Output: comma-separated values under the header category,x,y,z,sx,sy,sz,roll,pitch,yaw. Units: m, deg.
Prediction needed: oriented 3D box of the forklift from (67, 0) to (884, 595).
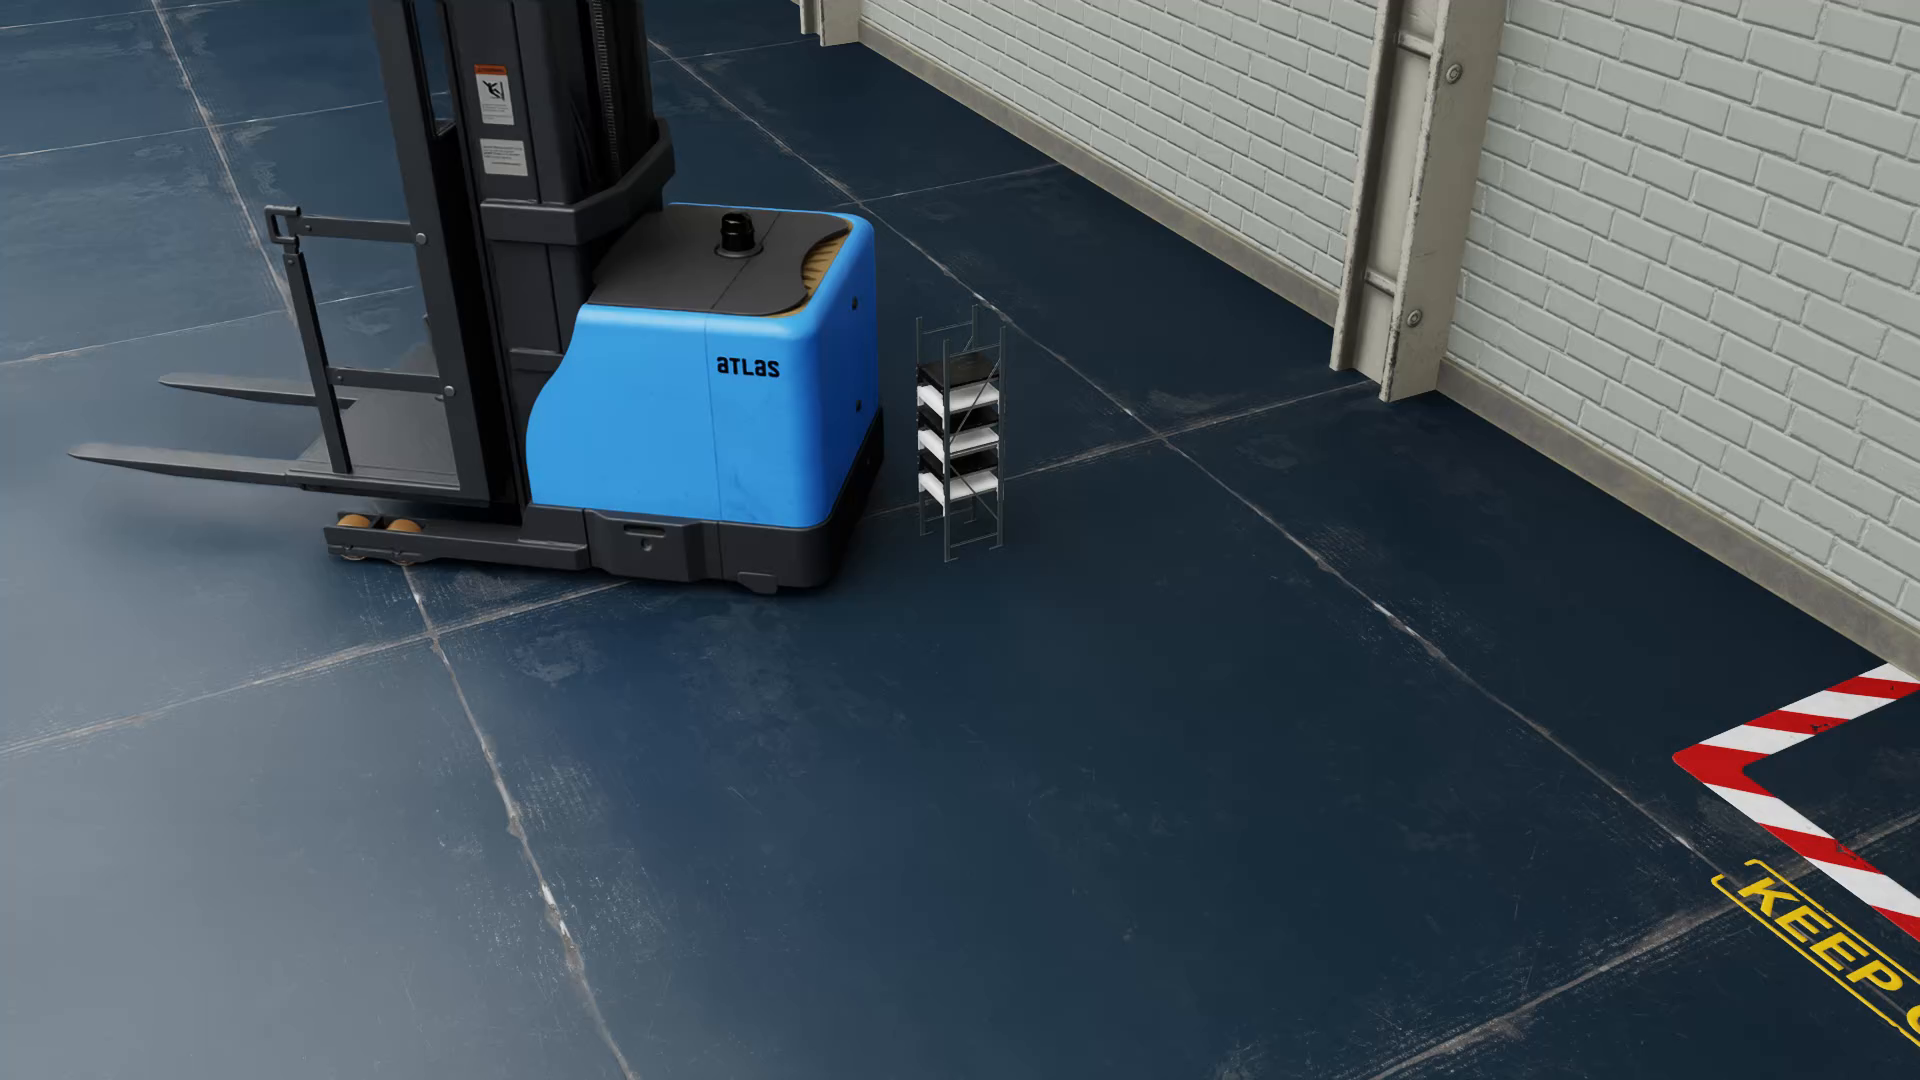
category,x,y,z,sx,sy,sz,roll,pitch,yaw
forklift,-1.867,-1.415,5.741,3.031,2.935,1.130,5,33,8

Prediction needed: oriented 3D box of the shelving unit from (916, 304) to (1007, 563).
category,x,y,z,sx,sy,sz,roll,pitch,yaw
shelving unit,0.004,-0.375,6.001,0.258,0.900,0.210,-16,36,-23

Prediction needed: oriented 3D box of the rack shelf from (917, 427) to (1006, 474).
category,x,y,z,sx,sy,sz,roll,pitch,yaw
rack shelf,0.004,-0.347,6.019,0.258,0.077,0.200,-16,36,-23

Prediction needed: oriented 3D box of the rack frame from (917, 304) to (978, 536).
category,x,y,z,sx,sy,sz,roll,pitch,yaw
rack frame,-0.044,-0.424,6.077,0.240,0.900,0.006,-16,36,-23

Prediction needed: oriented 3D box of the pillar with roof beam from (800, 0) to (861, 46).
category,x,y,z,sx,sy,sz,roll,pitch,yaw
pillar with roof beam,-4.722,-6.295,7.734,9.100,9.000,0.400,-16,36,-23

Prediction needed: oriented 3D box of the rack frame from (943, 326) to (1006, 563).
category,x,y,z,sx,sy,sz,roll,pitch,yaw
rack frame,0.051,-0.327,5.925,0.240,0.900,0.006,-16,36,-23

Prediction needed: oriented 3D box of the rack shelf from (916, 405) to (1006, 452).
category,x,y,z,sx,sy,sz,roll,pitch,yaw
rack shelf,0.004,-0.423,5.971,0.258,0.077,0.200,-16,36,-23

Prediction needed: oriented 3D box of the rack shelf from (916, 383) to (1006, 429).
category,x,y,z,sx,sy,sz,roll,pitch,yaw
rack shelf,0.004,-0.499,5.922,0.258,0.077,0.200,-16,36,-23

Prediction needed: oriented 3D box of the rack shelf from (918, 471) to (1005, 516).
category,x,y,z,sx,sy,sz,roll,pitch,yaw
rack shelf,0.004,-0.195,6.116,0.258,0.077,0.200,-16,36,-23

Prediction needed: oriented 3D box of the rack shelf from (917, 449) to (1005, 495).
category,x,y,z,sx,sy,sz,roll,pitch,yaw
rack shelf,0.004,-0.271,6.068,0.258,0.077,0.200,-16,36,-23

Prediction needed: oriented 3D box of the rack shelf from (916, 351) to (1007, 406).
category,x,y,z,sx,sy,sz,roll,pitch,yaw
rack shelf,0.004,-0.574,5.874,0.258,0.077,0.200,-16,36,-23

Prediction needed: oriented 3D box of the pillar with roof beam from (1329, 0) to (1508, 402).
category,x,y,z,sx,sy,sz,roll,pitch,yaw
pillar with roof beam,-1.925,-3.432,3.265,9.100,9.000,0.400,-16,36,-23
